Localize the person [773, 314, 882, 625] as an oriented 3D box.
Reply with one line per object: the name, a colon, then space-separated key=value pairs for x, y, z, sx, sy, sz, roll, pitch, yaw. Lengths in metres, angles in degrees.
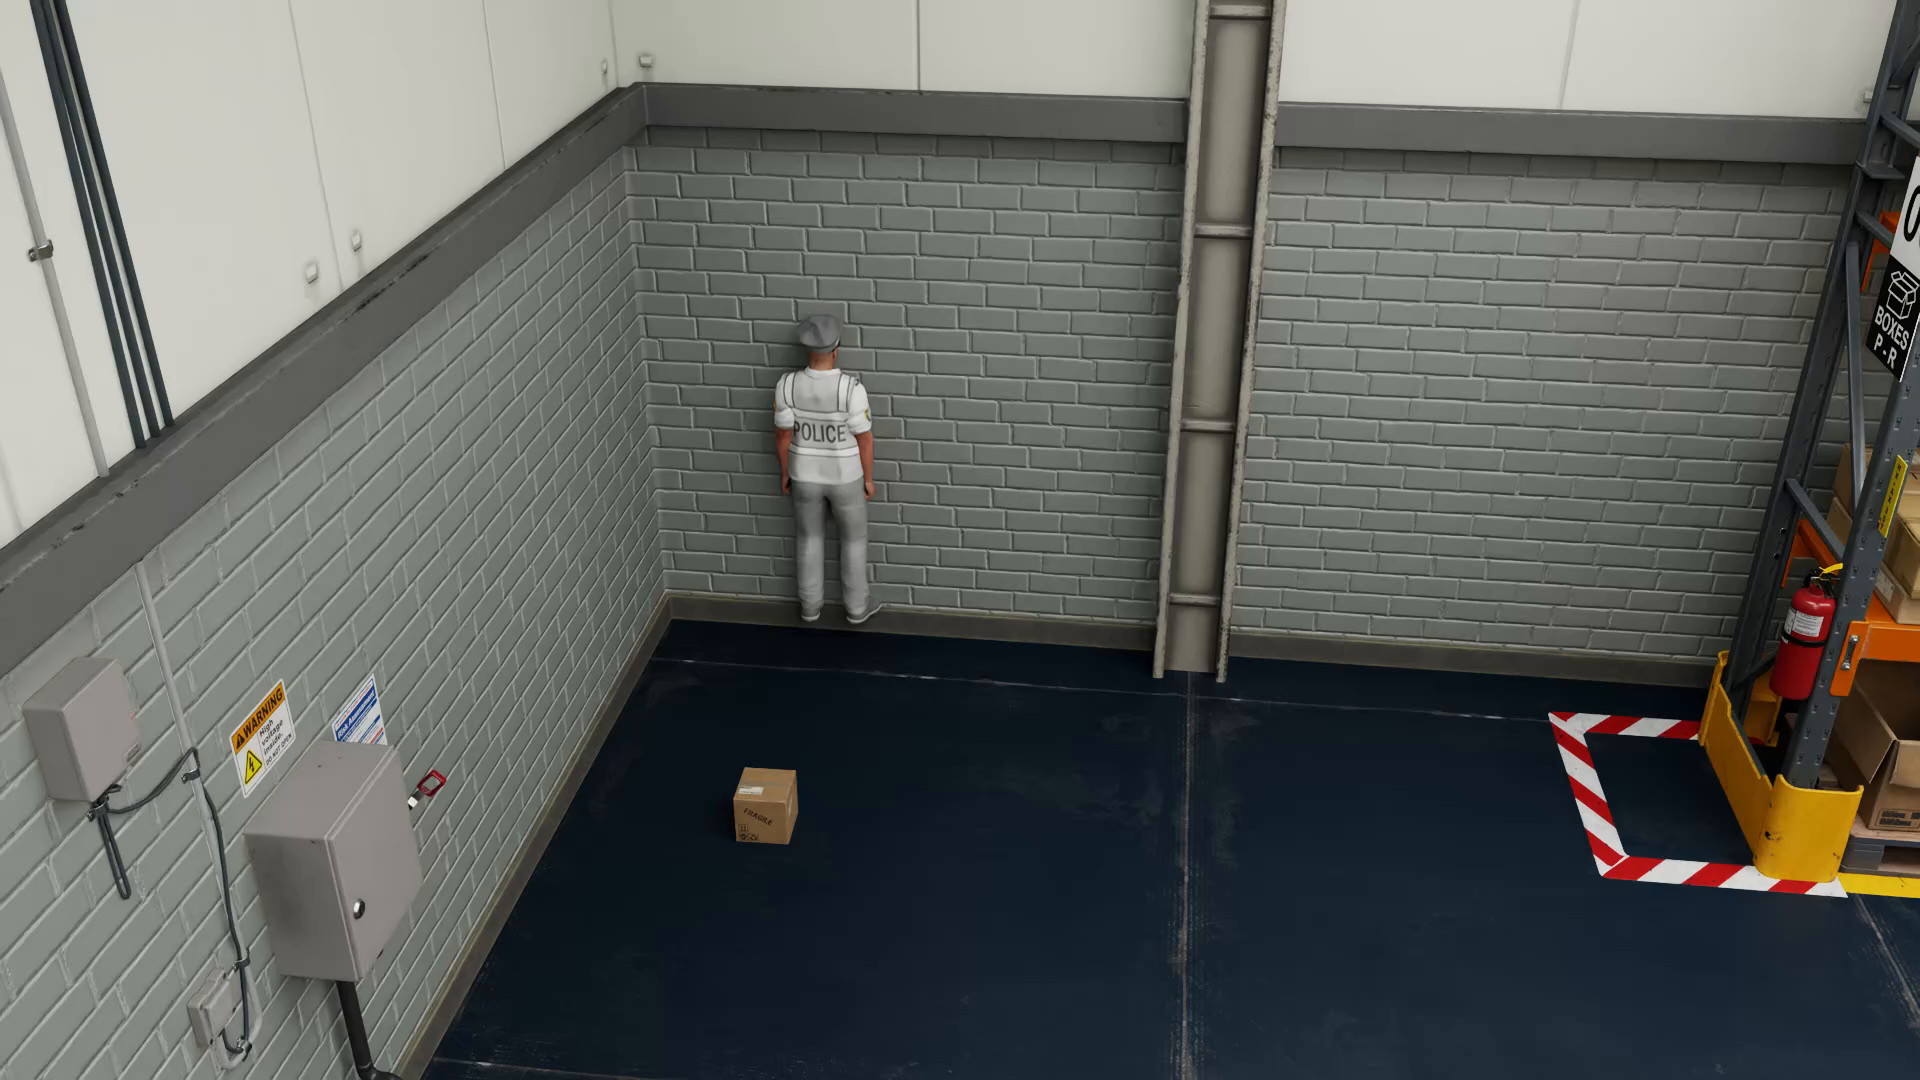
person: x=-0.708 y=-0.367 z=8.957 sx=0.529 sy=1.773 sz=0.397 roll=4 pitch=29 yaw=8
